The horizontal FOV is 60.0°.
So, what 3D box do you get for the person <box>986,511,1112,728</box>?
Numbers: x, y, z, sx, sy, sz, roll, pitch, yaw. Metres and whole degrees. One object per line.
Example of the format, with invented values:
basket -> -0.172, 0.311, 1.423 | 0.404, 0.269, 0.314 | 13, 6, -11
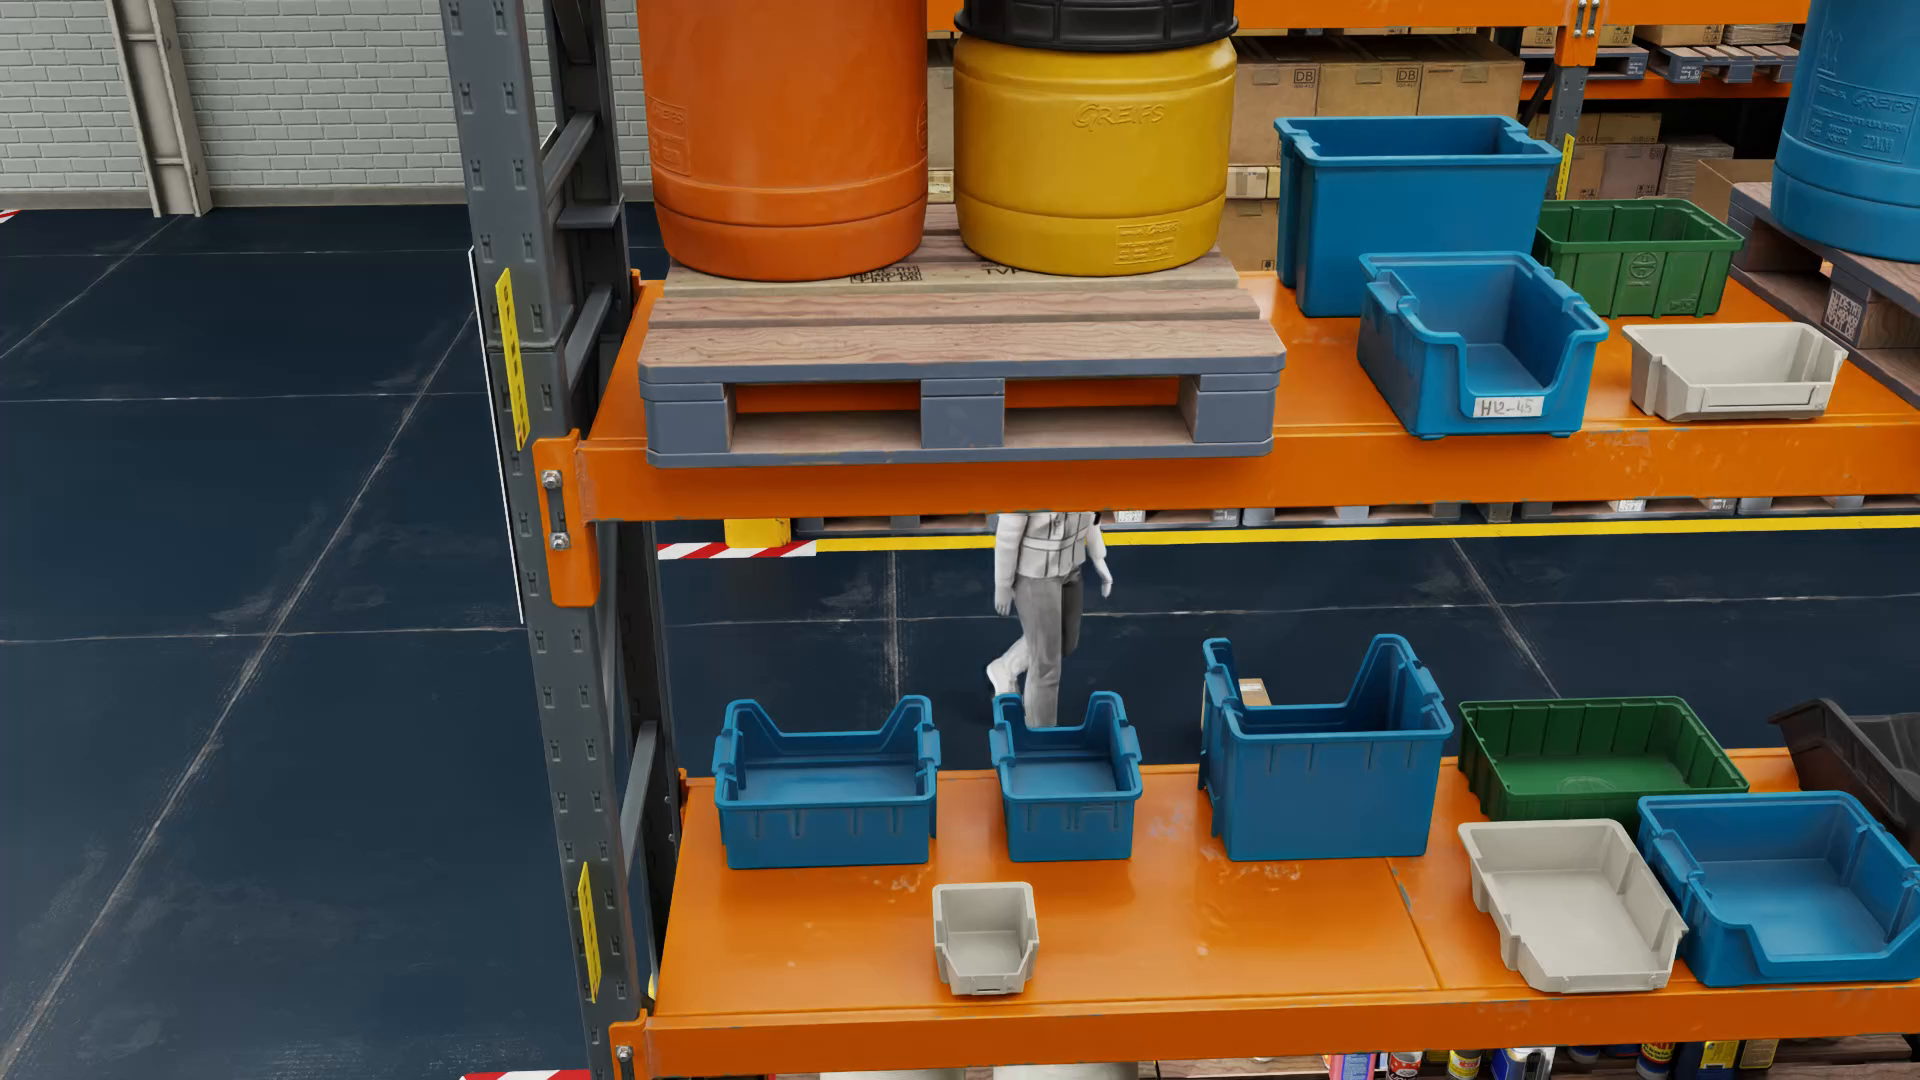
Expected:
person -> 0.354, 0.124, 6.877 | 0.712, 1.640, 0.497 | 17, 32, 29
